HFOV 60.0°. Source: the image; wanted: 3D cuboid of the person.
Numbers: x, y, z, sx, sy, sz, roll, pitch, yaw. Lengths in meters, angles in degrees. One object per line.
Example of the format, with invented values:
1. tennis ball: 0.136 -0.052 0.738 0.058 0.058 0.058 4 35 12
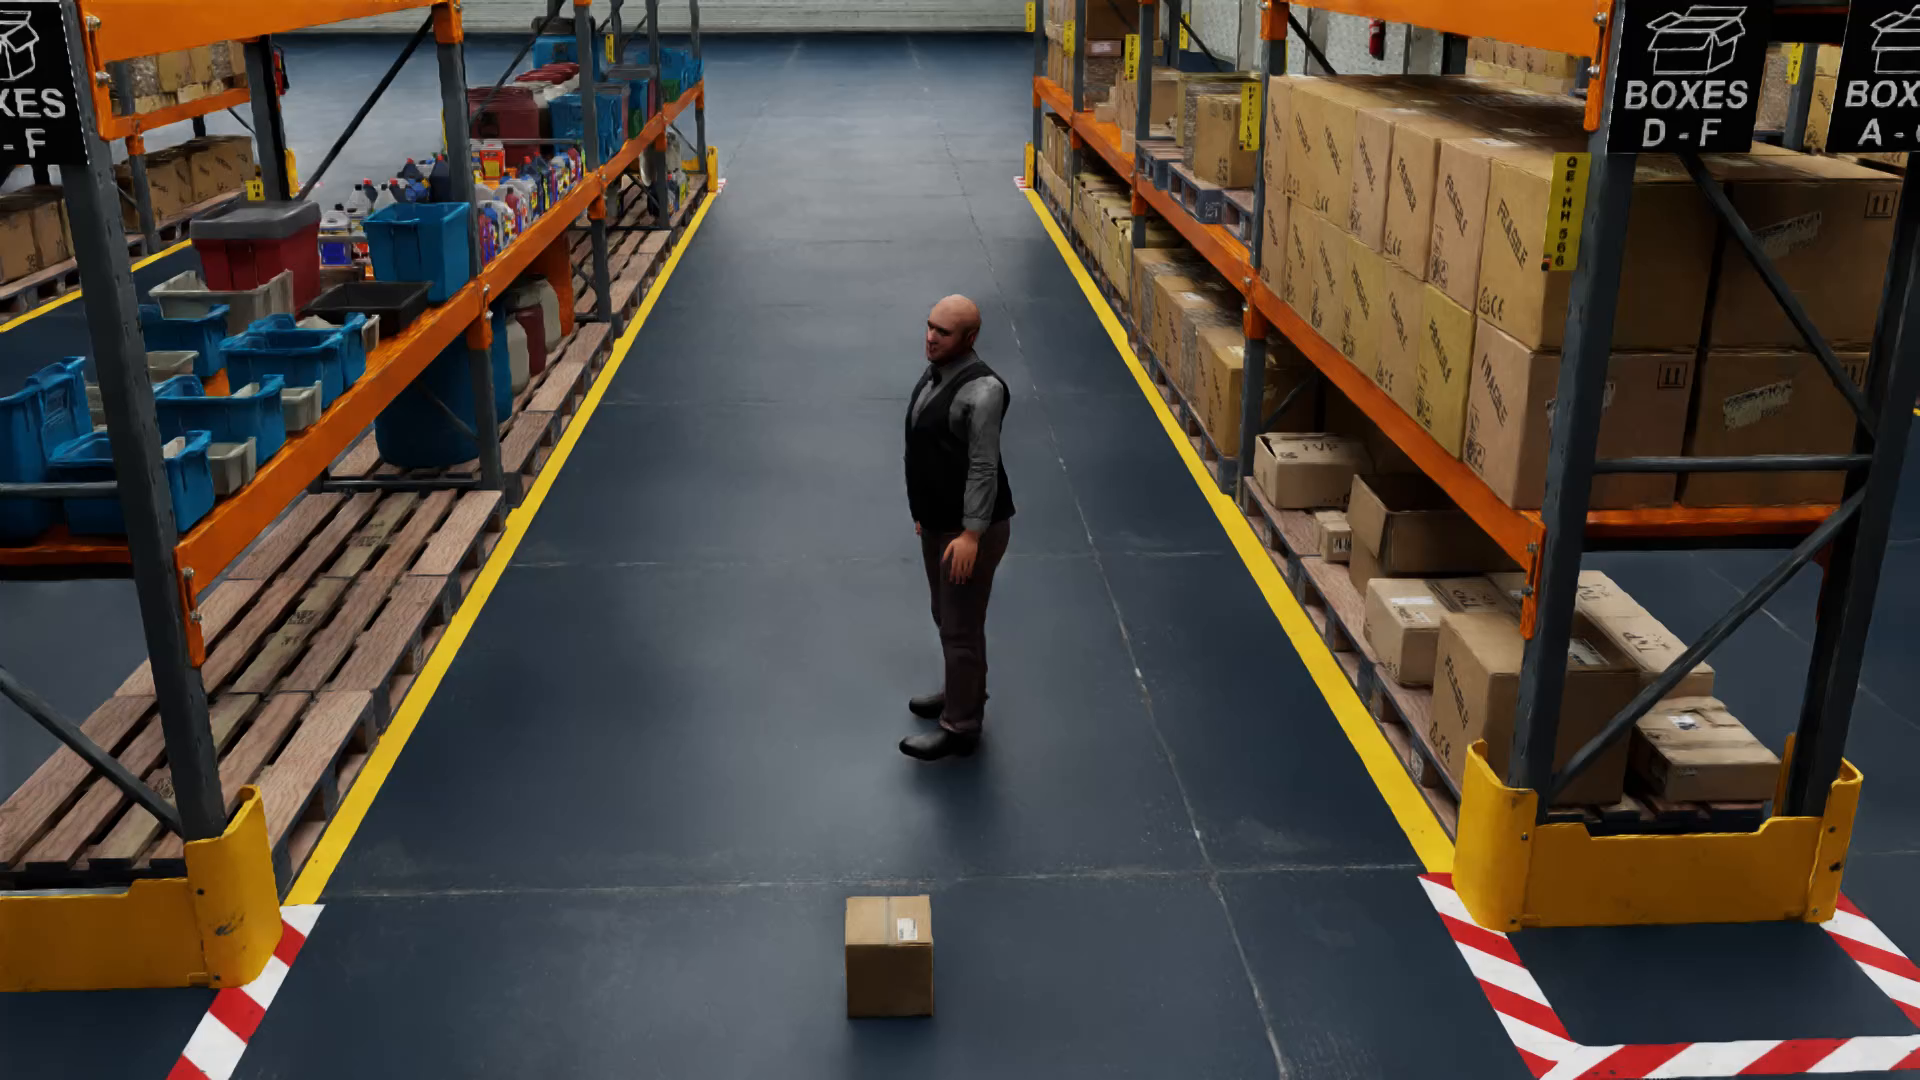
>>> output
1. person: -0.063 -0.048 6.162 0.470 1.730 0.588 -8 22 -20
